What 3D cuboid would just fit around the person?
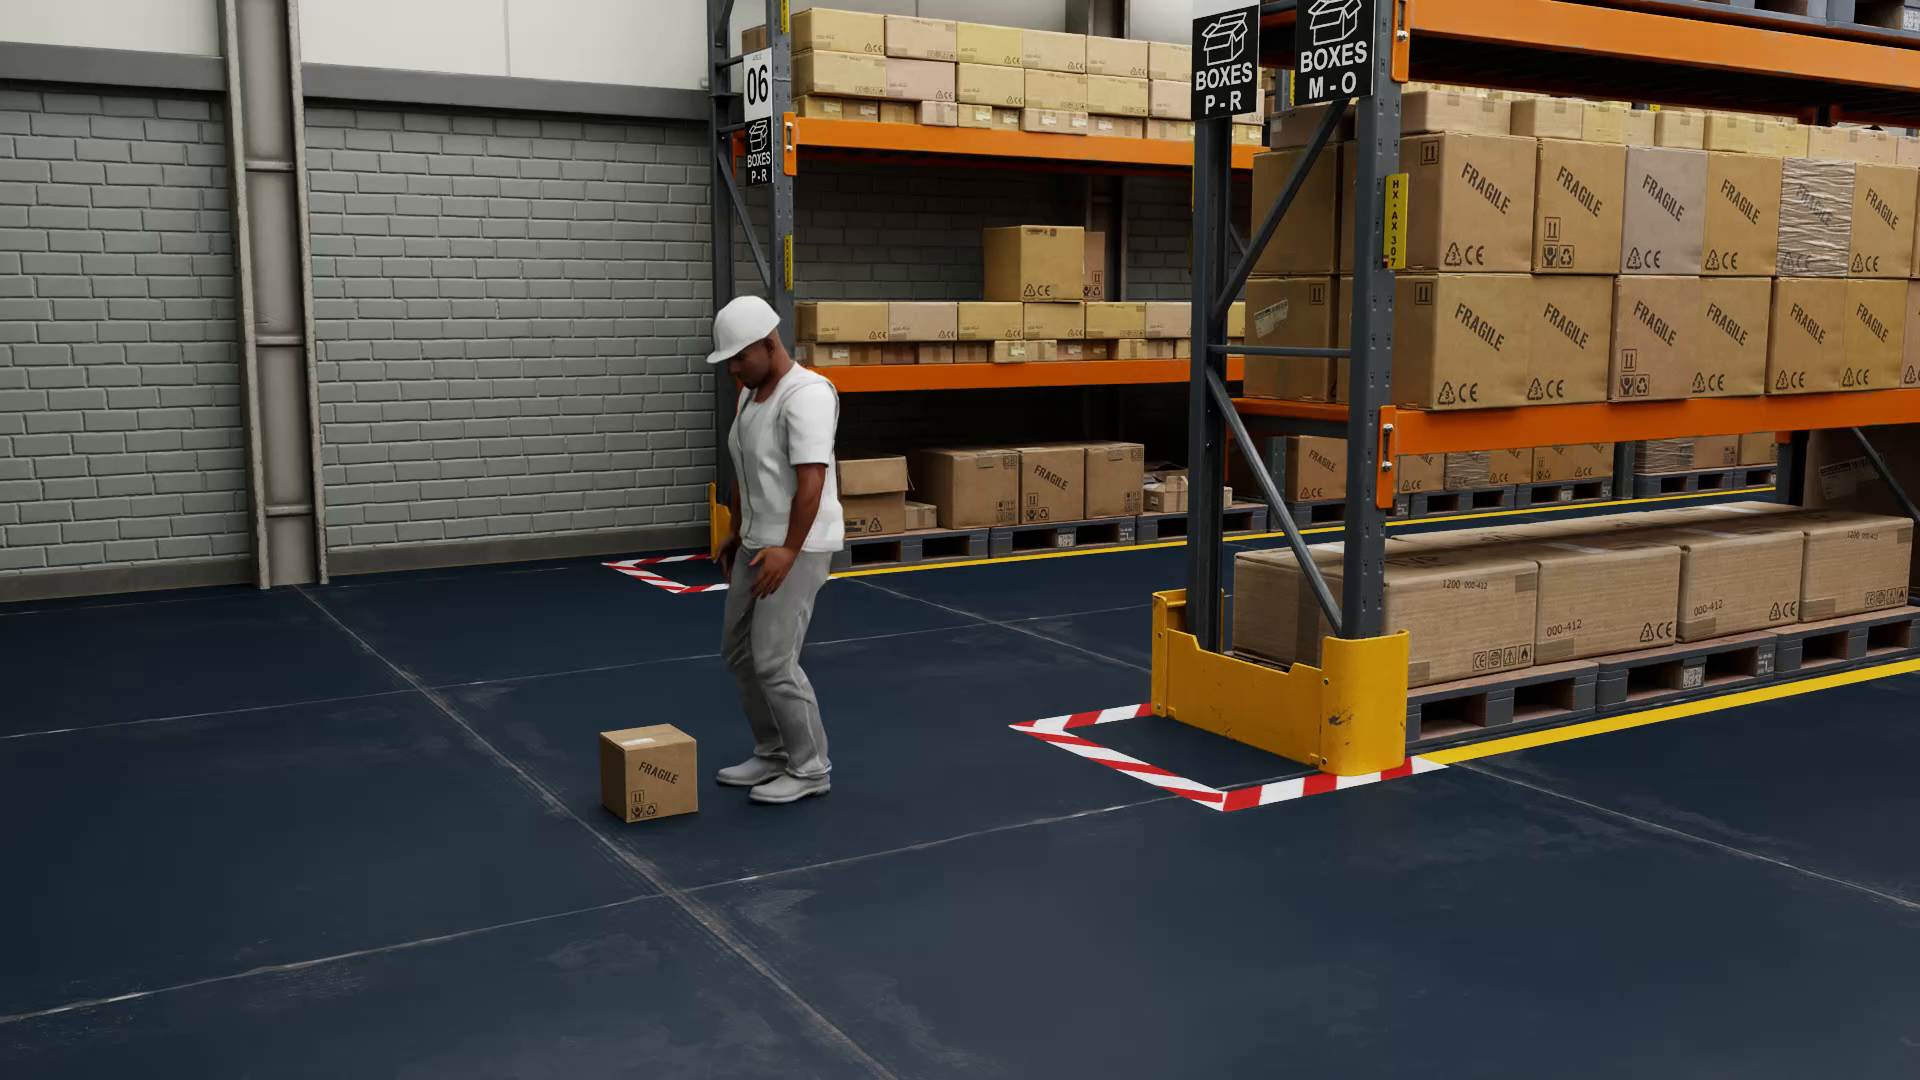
[{"bbox_3d":[-0.638,0.031,5.713,0.453,1.716,0.591,-5,9,-29],"label":"person"}]
